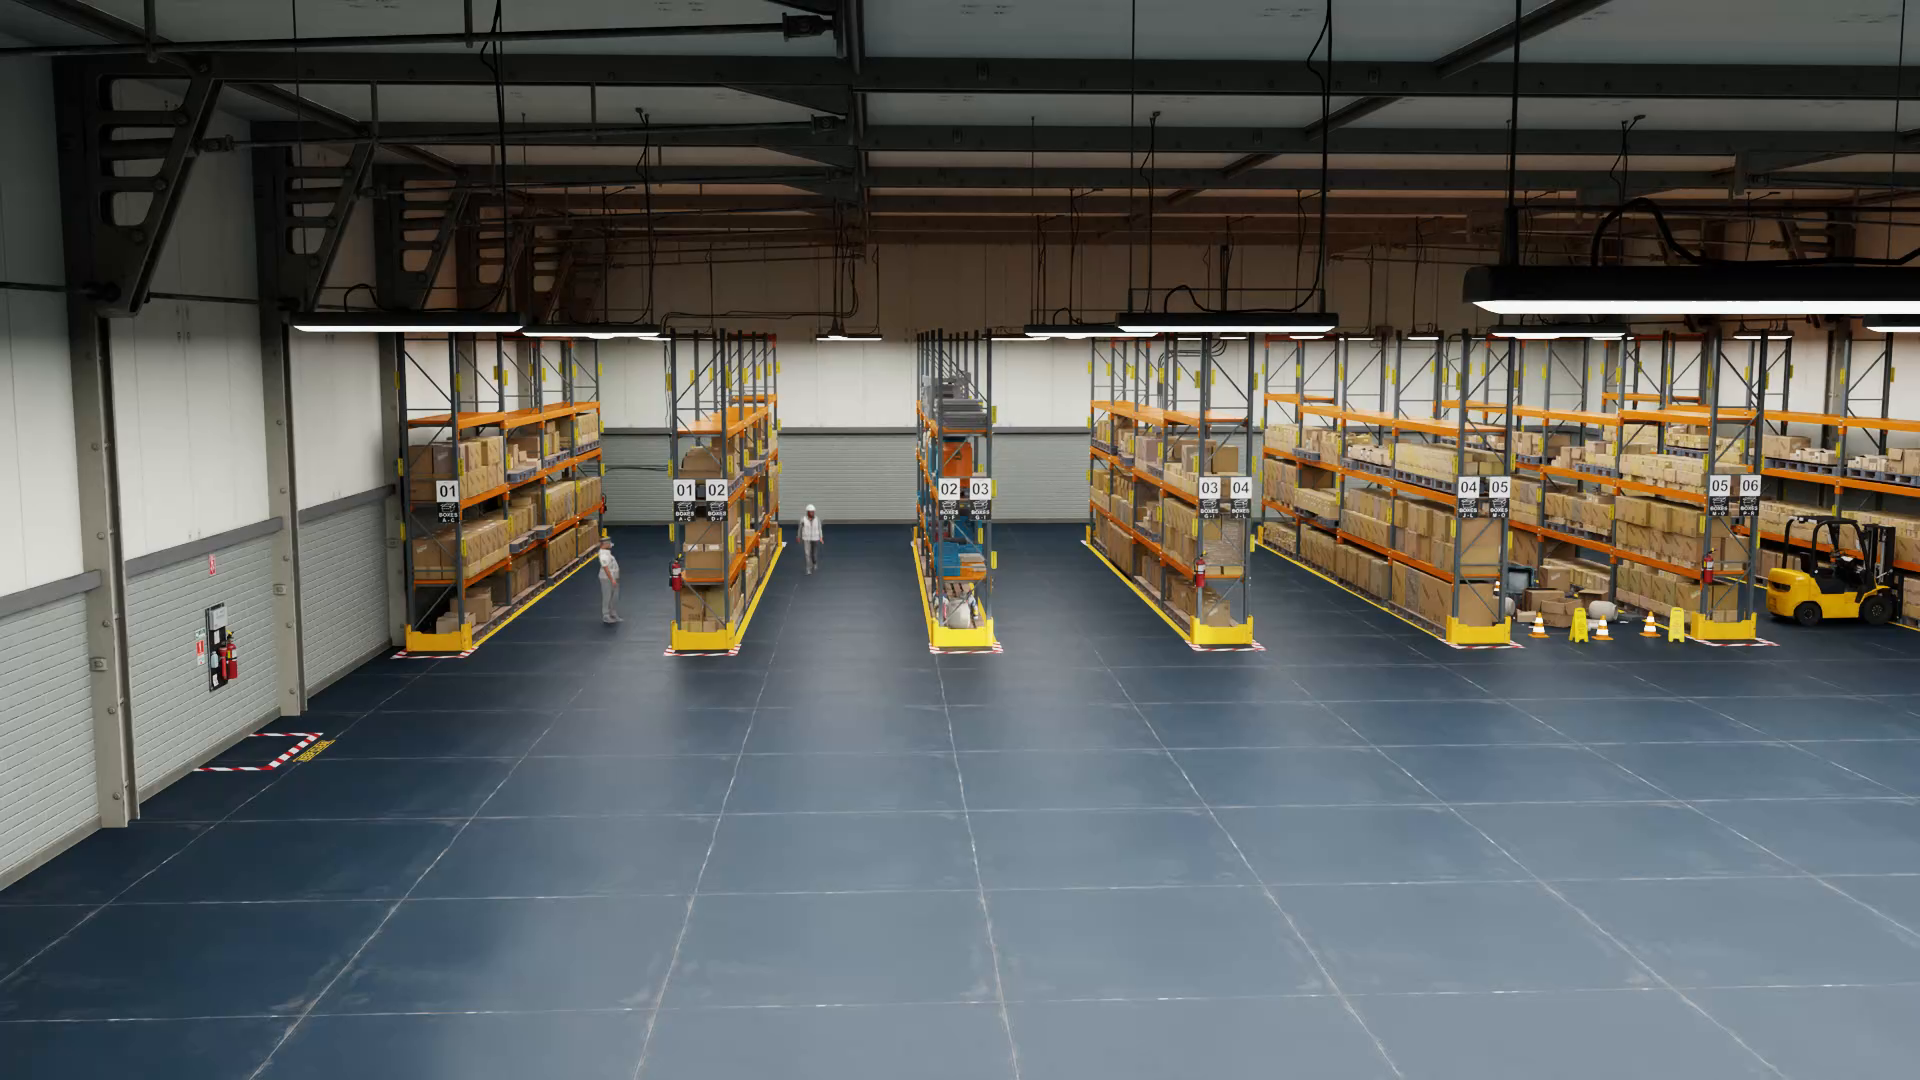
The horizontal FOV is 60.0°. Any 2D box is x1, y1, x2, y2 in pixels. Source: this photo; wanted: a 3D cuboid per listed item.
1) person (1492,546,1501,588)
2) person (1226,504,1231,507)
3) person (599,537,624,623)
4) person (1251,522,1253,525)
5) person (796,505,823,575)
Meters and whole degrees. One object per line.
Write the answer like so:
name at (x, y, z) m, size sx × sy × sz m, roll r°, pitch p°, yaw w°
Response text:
person at (12.505, 0.294, 38.953) m, size 0.516 × 1.670 × 0.469 m, roll -6°, pitch 9°, yaw -43°
person at (7.517, -0.636, 47.045) m, size 0.471 × 1.631 × 0.902 m, roll 0°, pitch 7°, yaw 4°
person at (-7.207, 0.835, 34.293) m, size 0.550 × 1.785 × 0.612 m, roll 2°, pitch 7°, yaw 17°
person at (8.455, -1.113, 50.532) m, size 0.890 × 1.763 × 0.595 m, roll -2°, pitch 7°, yaw -20°
person at (-3.750, -0.018, 41.518) m, size 0.663 × 1.733 × 1.066 m, roll -1°, pitch 7°, yaw -7°
